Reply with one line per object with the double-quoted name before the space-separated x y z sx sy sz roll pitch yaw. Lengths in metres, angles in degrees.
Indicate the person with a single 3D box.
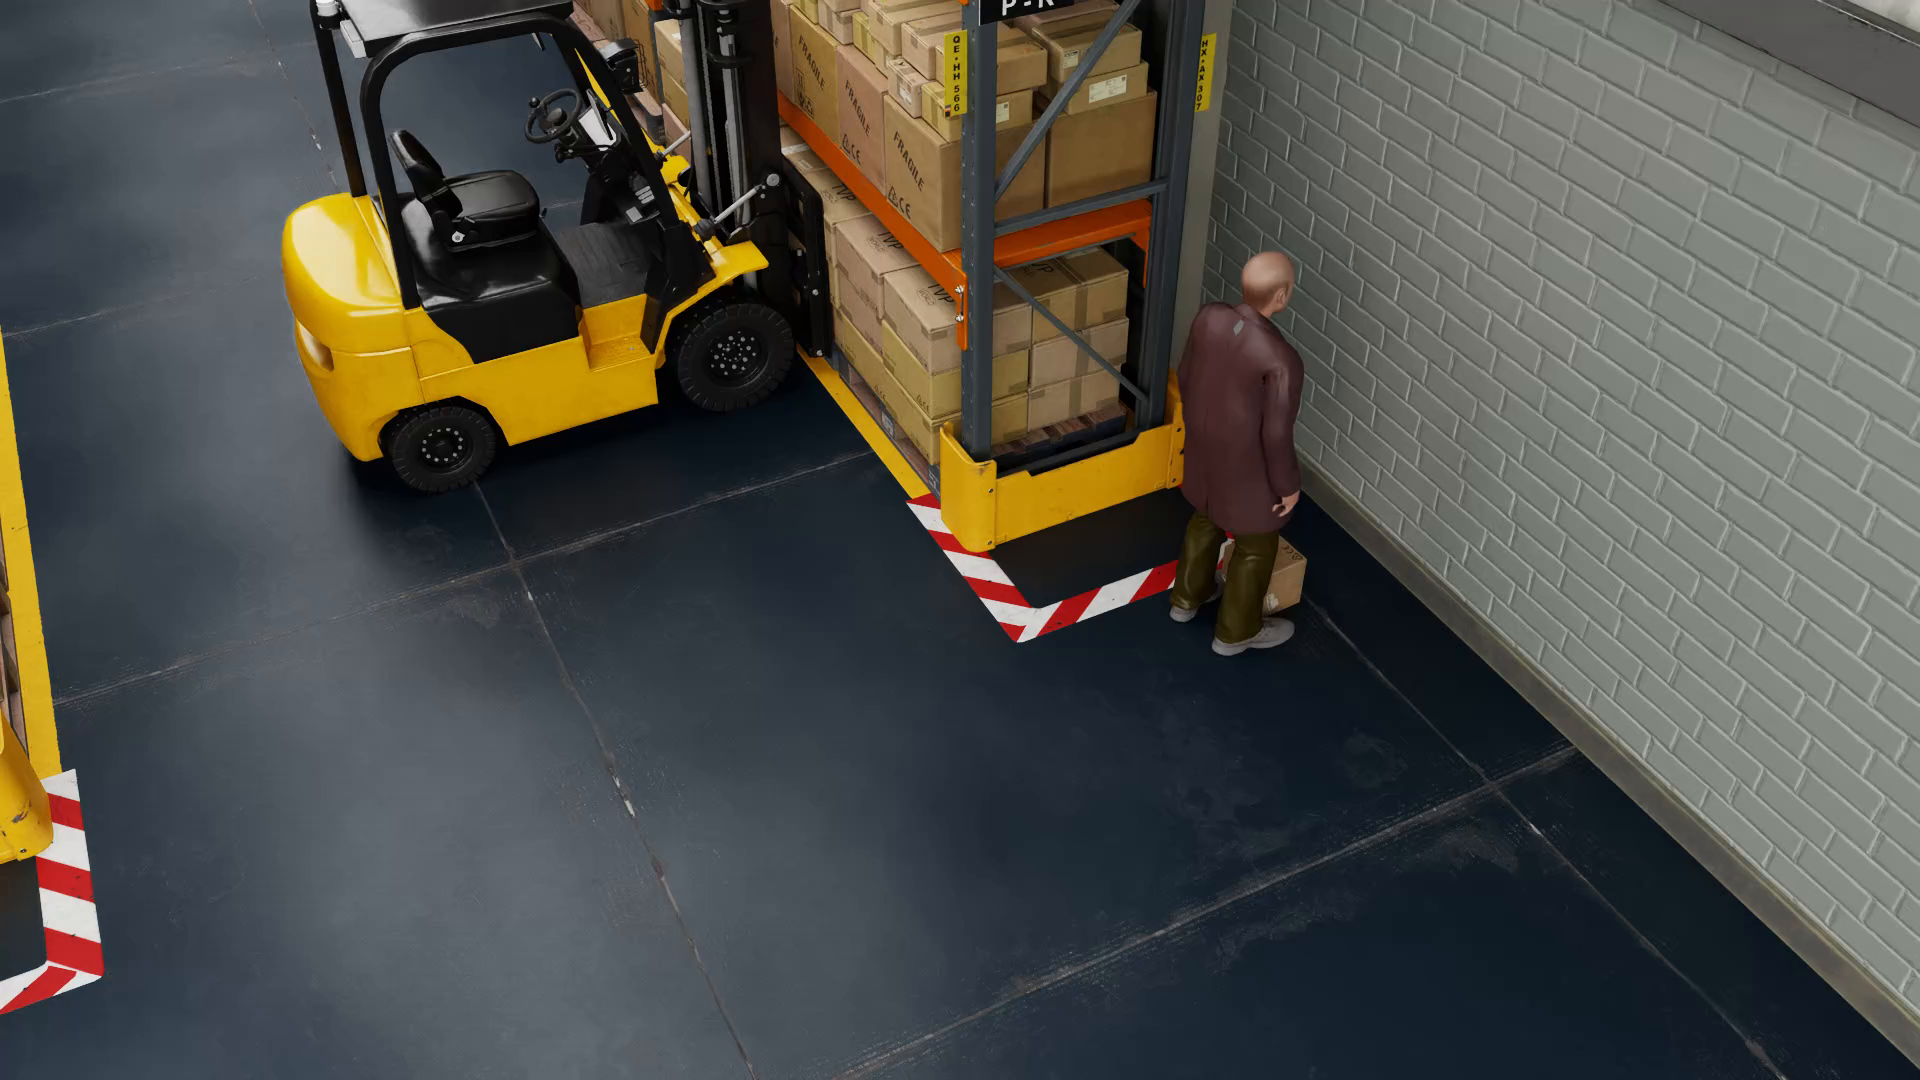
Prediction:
"person" 1.100 -0.333 6.557 0.431 1.773 0.643 -24 46 -25
